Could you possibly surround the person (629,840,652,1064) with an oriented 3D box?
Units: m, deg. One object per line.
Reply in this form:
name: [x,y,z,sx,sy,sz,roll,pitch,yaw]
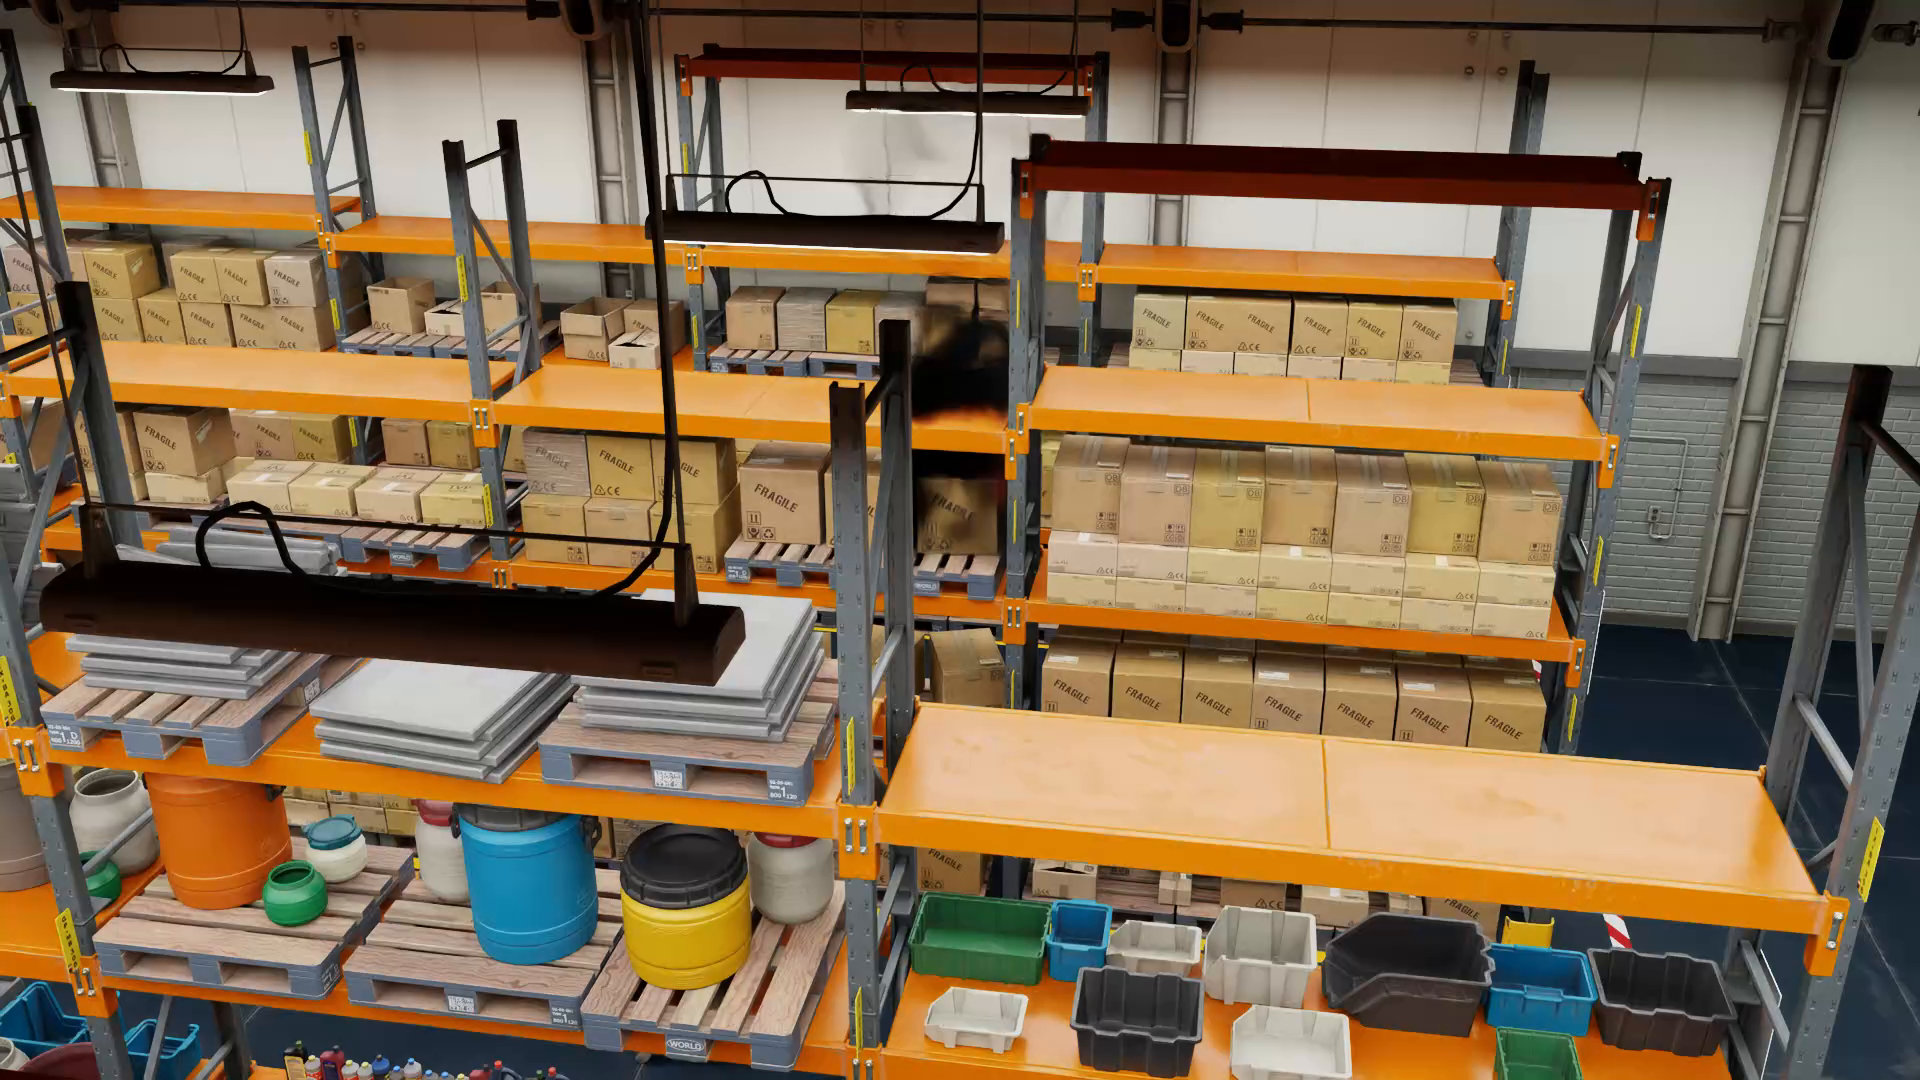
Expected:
person: [-2.009,2.810,11.506,0.801,1.813,0.658,2,23,5]
